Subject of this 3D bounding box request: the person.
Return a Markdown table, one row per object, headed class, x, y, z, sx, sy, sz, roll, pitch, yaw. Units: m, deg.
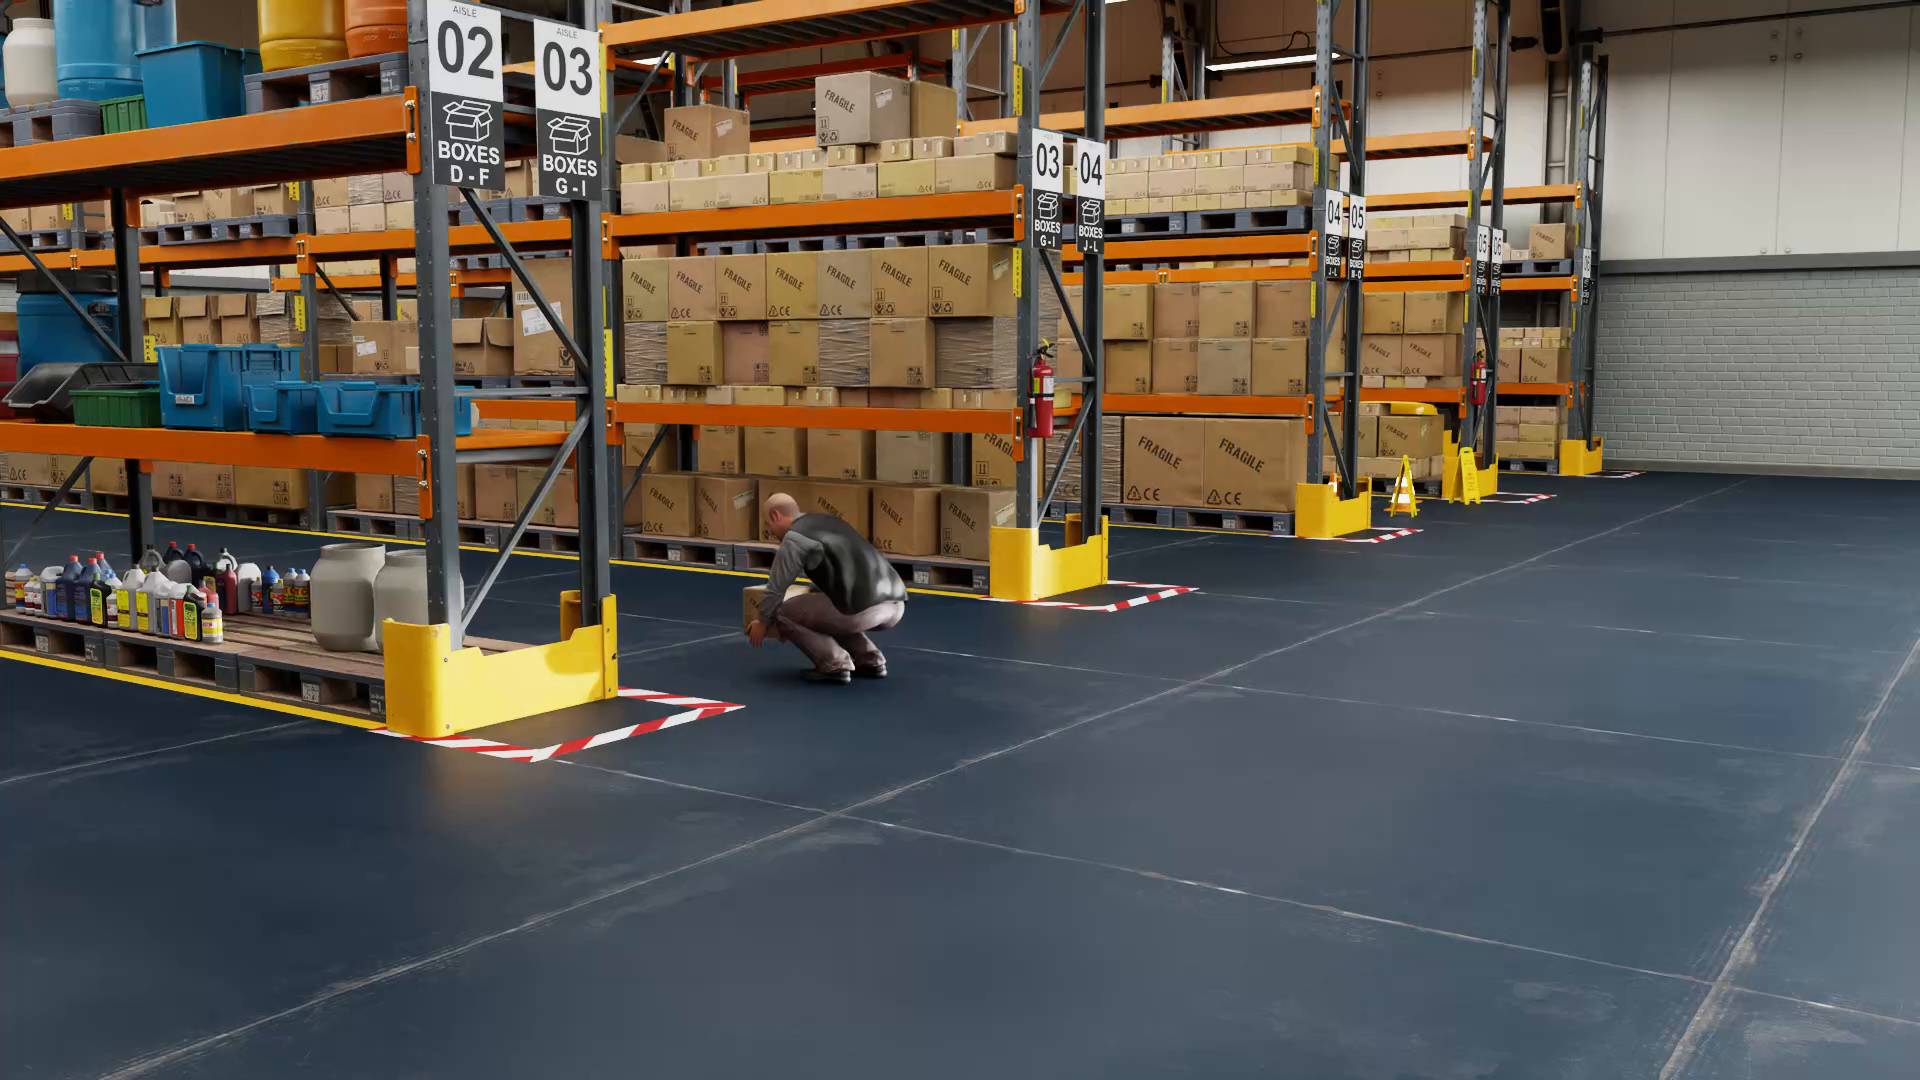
| class | x | y | z | sx | sy | sz | roll | pitch | yaw |
| --- | --- | --- | --- | --- | --- | --- | --- | --- | --- |
| person | -0.701 | 0.244 | 8.675 | 0.853 | 0.970 | 0.529 | 4 | 7 | 33 |
